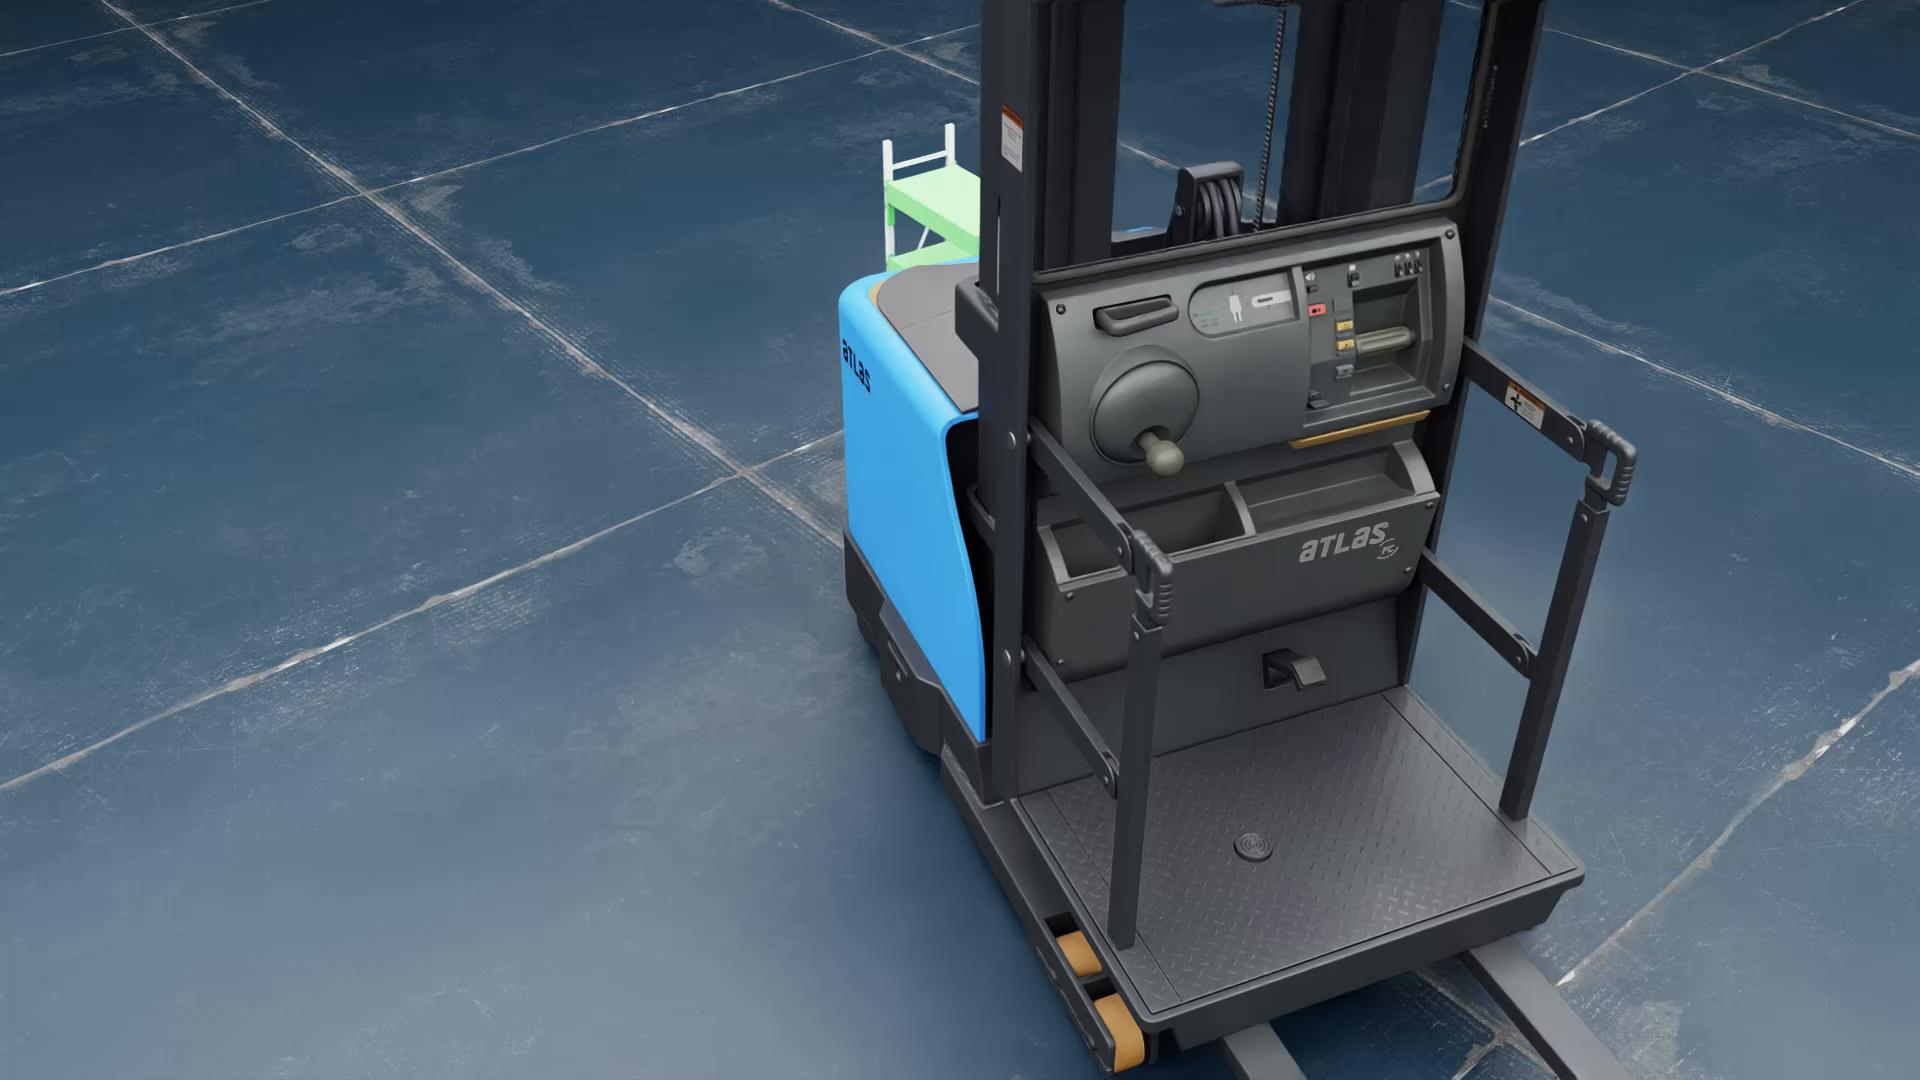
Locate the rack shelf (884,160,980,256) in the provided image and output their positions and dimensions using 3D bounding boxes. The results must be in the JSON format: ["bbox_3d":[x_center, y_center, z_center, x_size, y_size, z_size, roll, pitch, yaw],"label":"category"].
[{"bbox_3d":[0.019,-0.921,4.793,0.258,0.148,0.480,-22,41,-28],"label":"rack shelf"}]

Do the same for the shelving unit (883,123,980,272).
[{"bbox_3d":[0.019,-0.582,5.033,0.258,1.200,0.503,-22,41,-28],"label":"shelving unit"}]

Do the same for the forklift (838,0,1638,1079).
[{"bbox_3d":[0.690,-0.321,3.167,1.130,2.935,3.031,-13,37,-18],"label":"forklift"}]

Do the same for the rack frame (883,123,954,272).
[{"bbox_3d":[-0.120,-0.698,5.197,0.240,1.200,0.015,-22,41,-28],"label":"rack frame"}]

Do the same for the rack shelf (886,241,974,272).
[{"bbox_3d":[0.019,-0.725,4.932,0.258,0.148,0.480,-22,41,-28],"label":"rack shelf"}]
